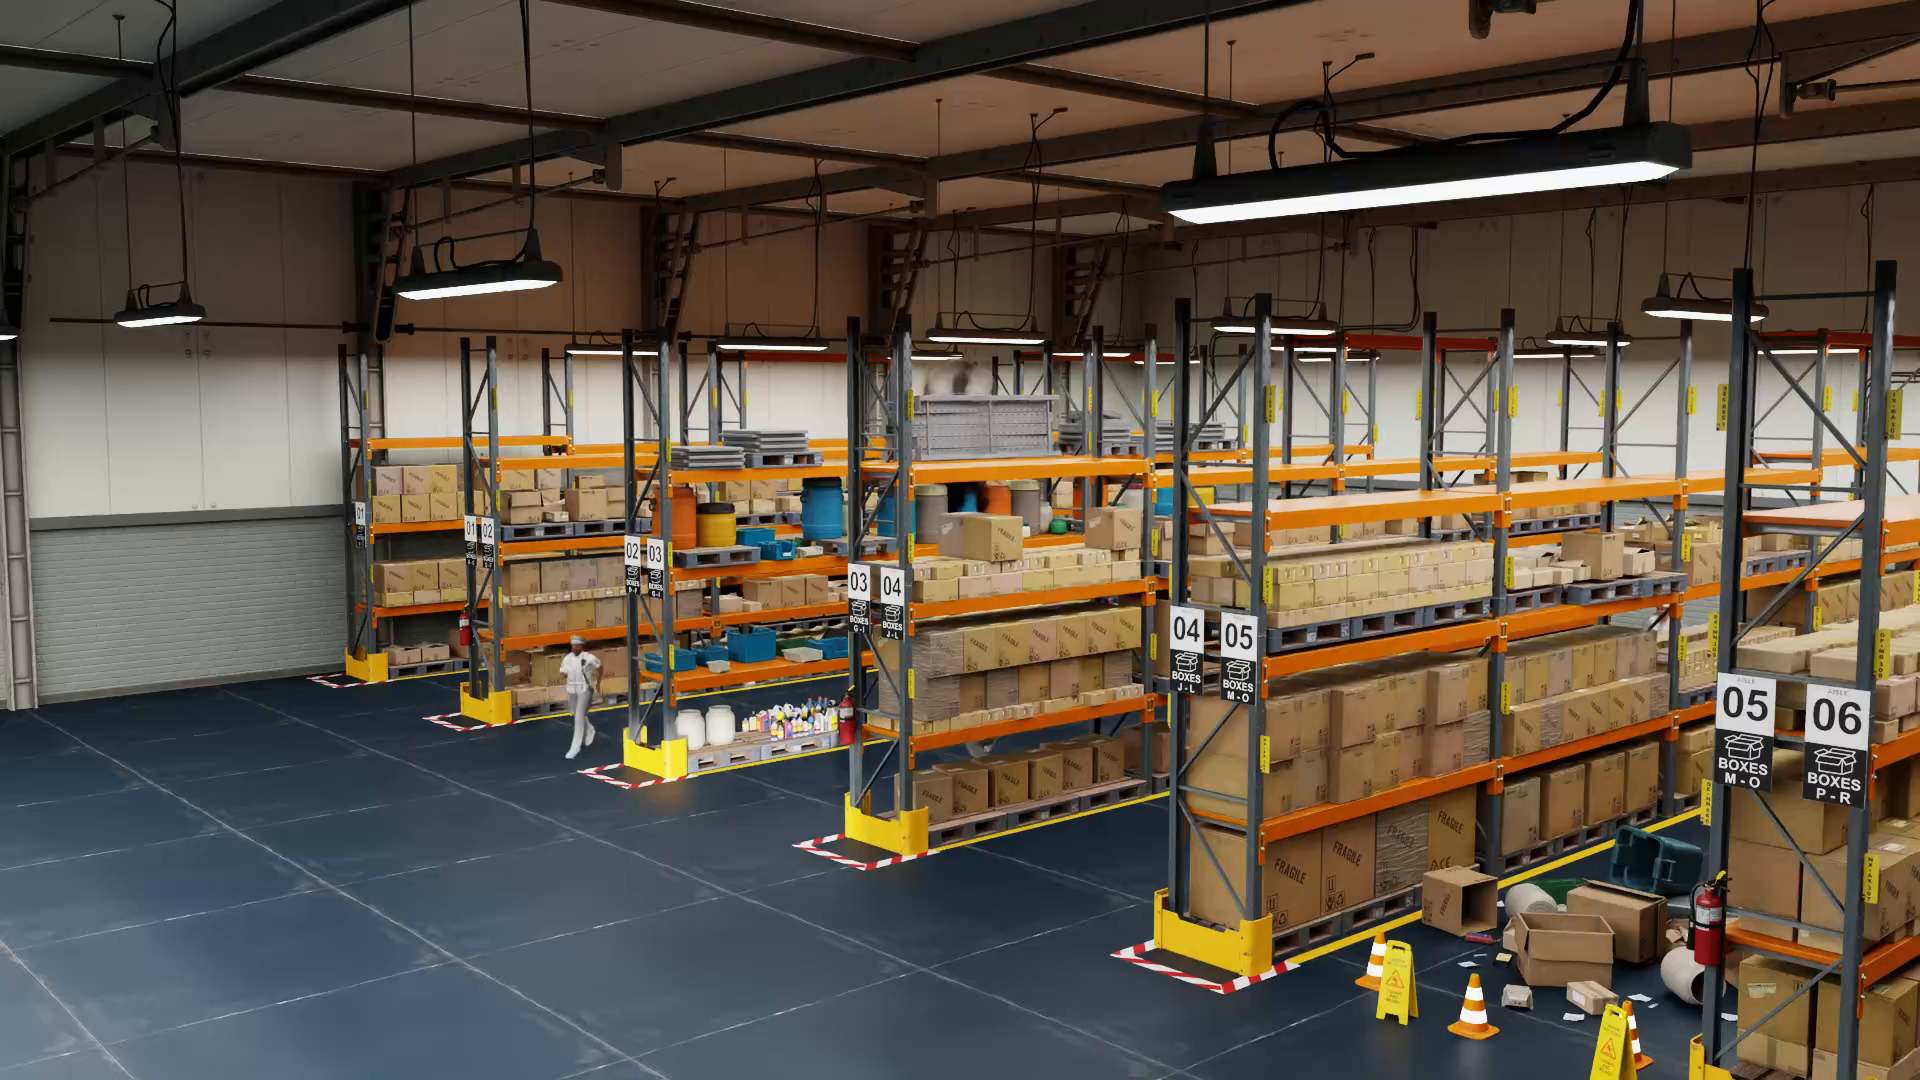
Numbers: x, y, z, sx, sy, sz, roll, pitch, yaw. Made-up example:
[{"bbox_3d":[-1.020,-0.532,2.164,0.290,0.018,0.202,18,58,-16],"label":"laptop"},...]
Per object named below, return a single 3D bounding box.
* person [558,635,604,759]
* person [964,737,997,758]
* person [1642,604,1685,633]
[{"bbox_3d":[-5.400,2.178,23.671,0.566,1.699,0.929,1,5,15],"label":"person"},{"bbox_3d":[0.247,2.400,22.916,0.565,1.470,0.819,5,7,42],"label":"person"},{"bbox_3d":[11.305,1.877,26.785,0.680,1.839,0.842,4,7,40],"label":"person"}]
